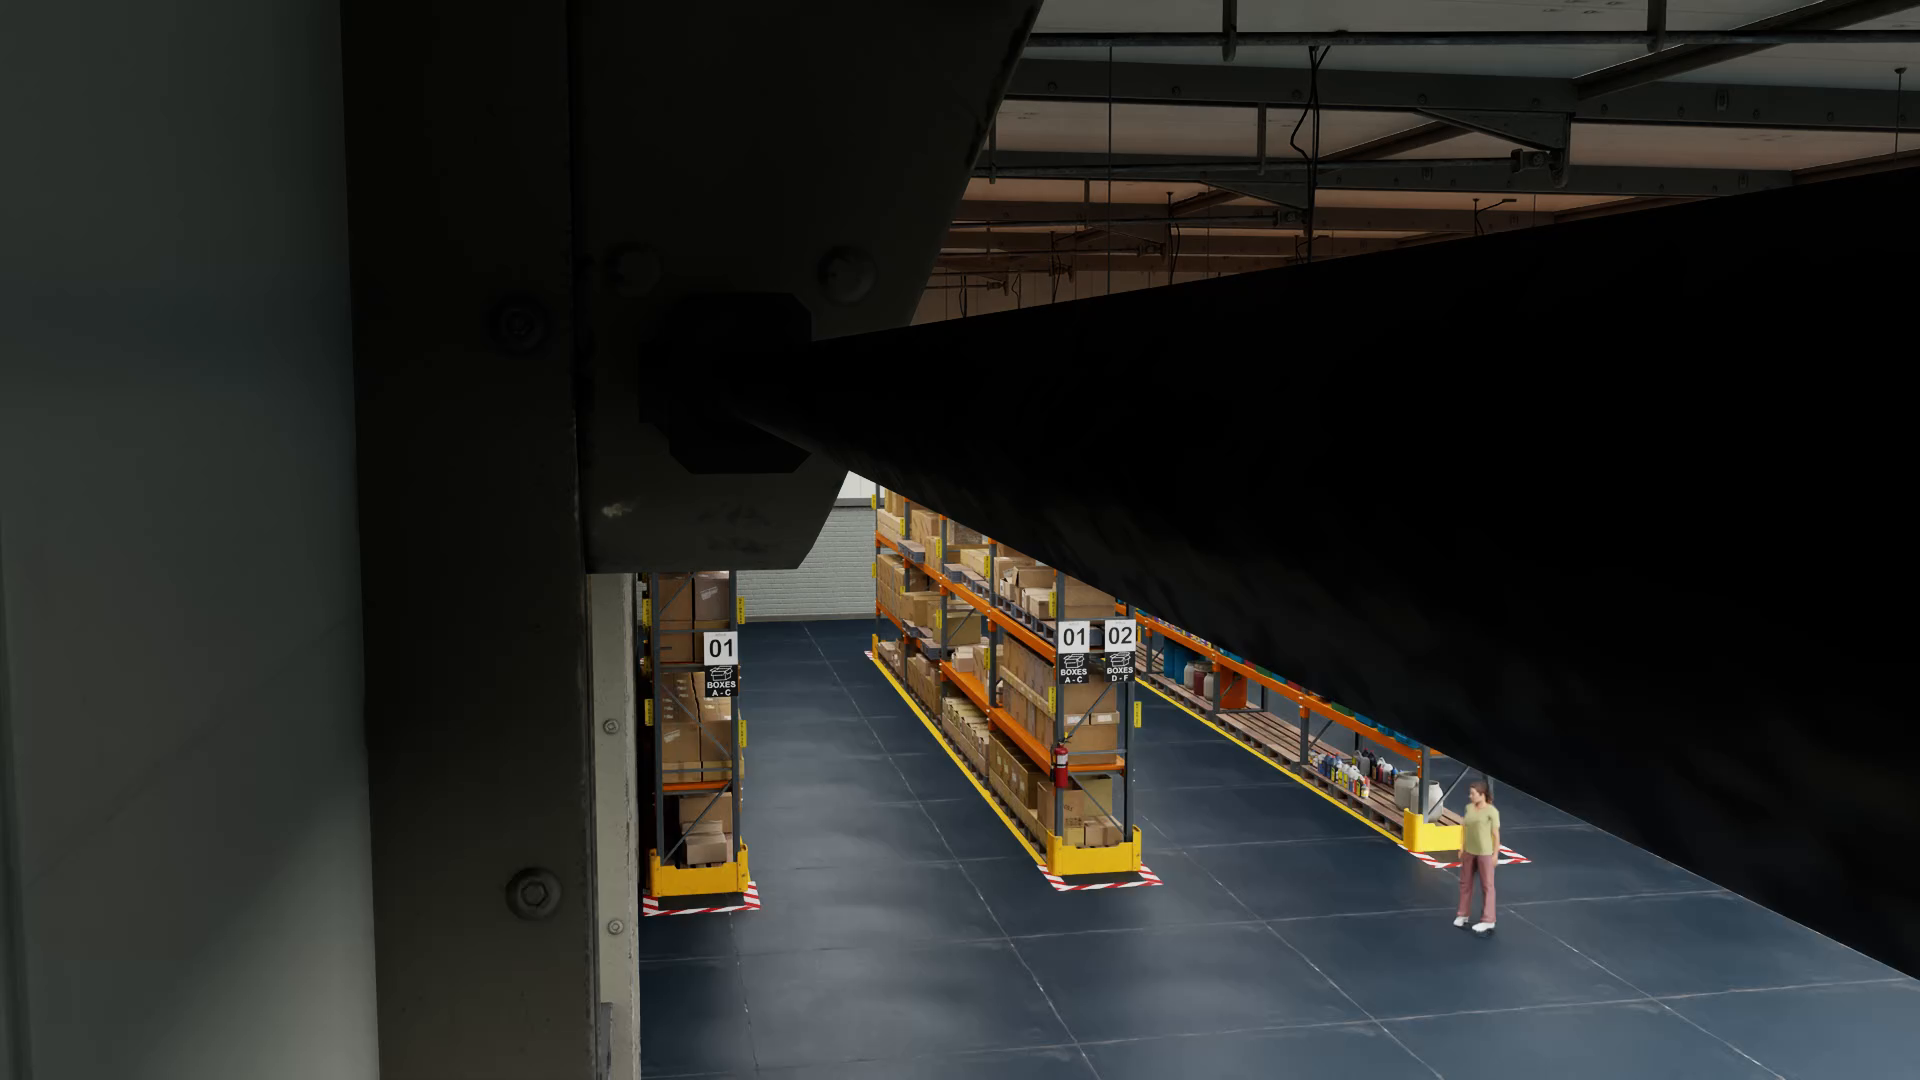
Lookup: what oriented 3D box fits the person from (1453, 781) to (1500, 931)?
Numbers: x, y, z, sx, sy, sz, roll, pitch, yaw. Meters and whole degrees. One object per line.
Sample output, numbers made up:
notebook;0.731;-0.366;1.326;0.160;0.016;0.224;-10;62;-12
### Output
person;5.836;3.556;18.838;0.417;1.678;0.478;-5;8;-43
